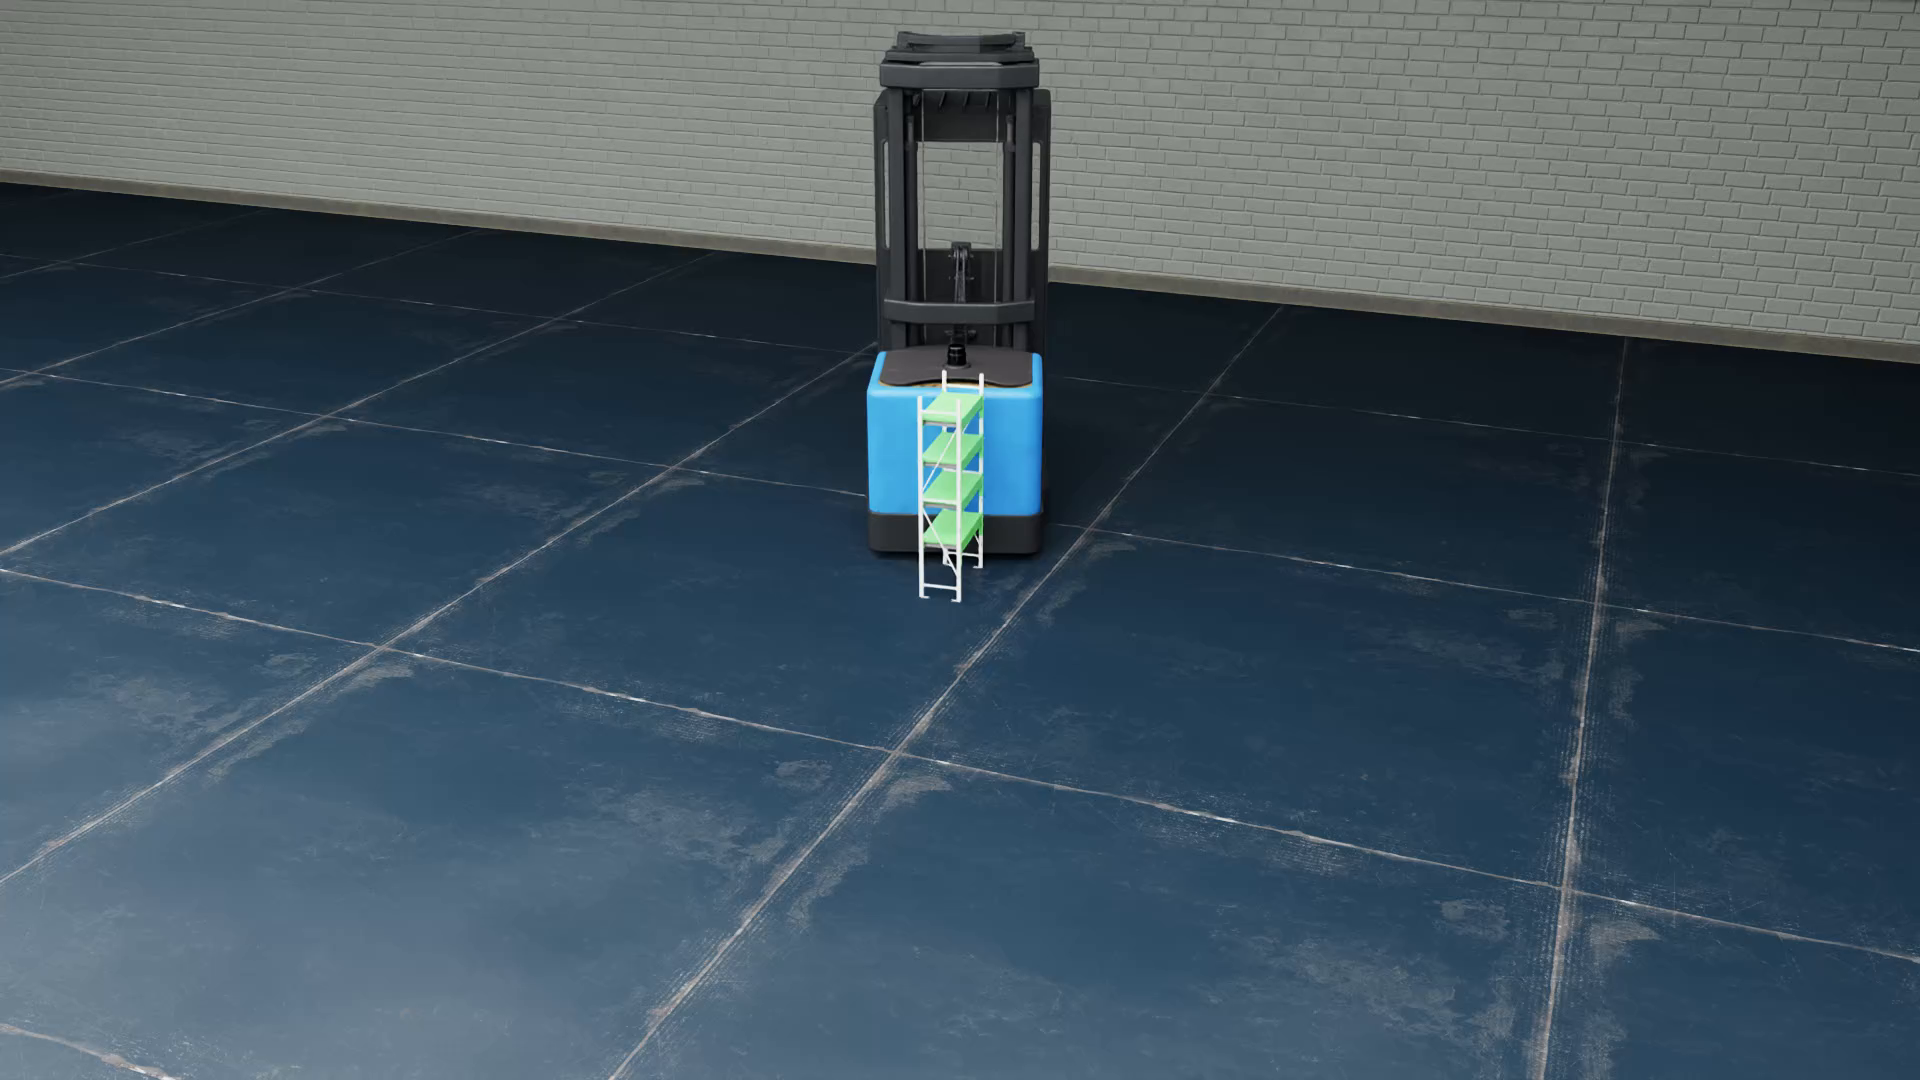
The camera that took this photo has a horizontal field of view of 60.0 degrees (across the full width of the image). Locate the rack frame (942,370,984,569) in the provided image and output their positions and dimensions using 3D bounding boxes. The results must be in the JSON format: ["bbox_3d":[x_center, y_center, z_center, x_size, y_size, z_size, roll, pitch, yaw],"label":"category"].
[{"bbox_3d":[0.017,-0.395,9.638,0.240,1.200,0.015,6,23,14],"label":"rack frame"}]

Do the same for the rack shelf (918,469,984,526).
[{"bbox_3d":[-0.047,-0.245,9.445,0.258,0.148,0.480,6,23,14],"label":"rack shelf"}]

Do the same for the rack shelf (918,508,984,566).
[{"bbox_3d":[-0.047,-0.023,9.538,0.258,0.148,0.480,6,23,14],"label":"rack shelf"}]

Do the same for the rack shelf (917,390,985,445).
[{"bbox_3d":[-0.047,-0.688,9.260,0.258,0.148,0.480,6,23,14],"label":"rack shelf"}]

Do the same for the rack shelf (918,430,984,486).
[{"bbox_3d":[-0.047,-0.466,9.353,0.258,0.148,0.480,6,23,14],"label":"rack shelf"}]

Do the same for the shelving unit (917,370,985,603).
[{"bbox_3d":[-0.047,-0.304,9.421,0.258,1.200,0.503,6,23,14],"label":"shelving unit"}]

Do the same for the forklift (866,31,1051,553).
[{"bbox_3d":[0.024,-1.795,10.743,1.130,2.935,3.031,1,23,2],"label":"forklift"}]

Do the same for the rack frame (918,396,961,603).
[{"bbox_3d":[-0.111,-0.213,9.203,0.240,1.200,0.015,6,23,14],"label":"rack frame"}]
